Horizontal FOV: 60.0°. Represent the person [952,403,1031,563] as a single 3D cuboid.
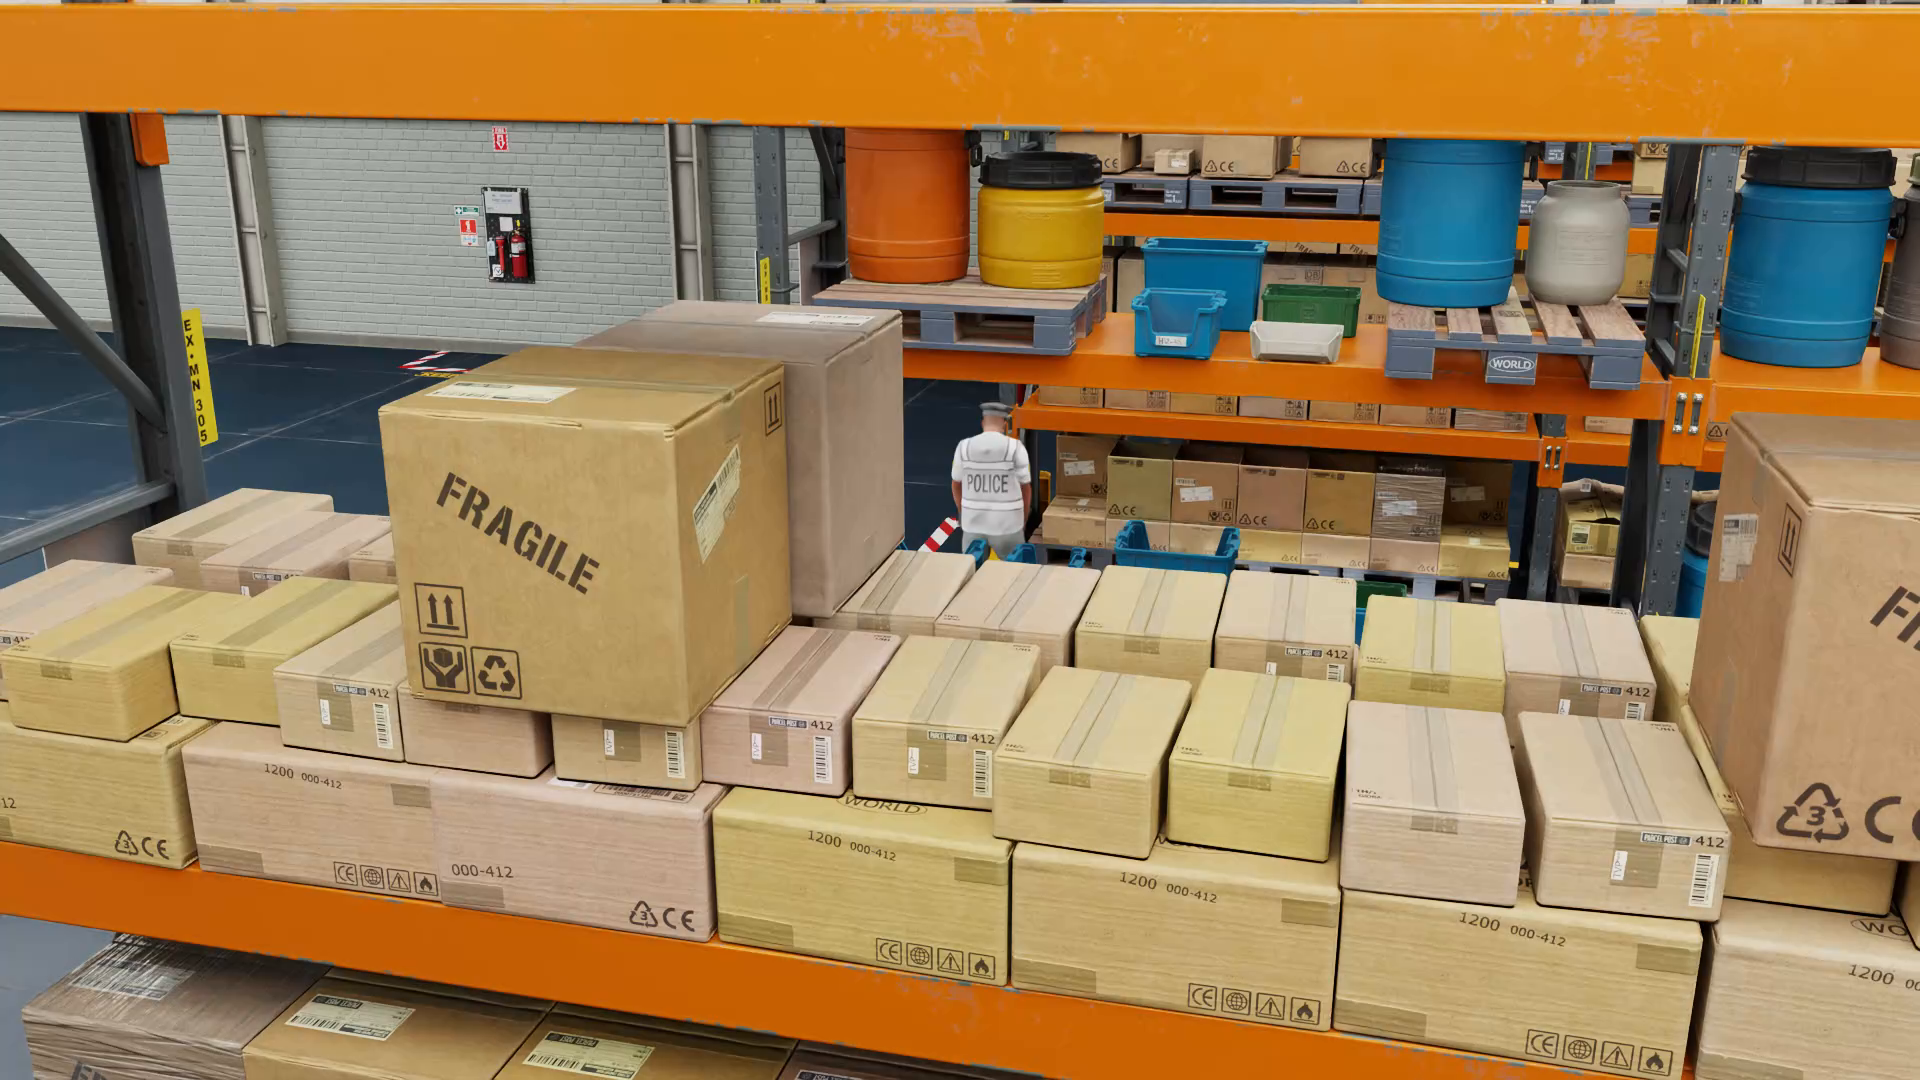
[{"bbox_3d":[0.215,-0.110,11.520,0.564,1.678,0.539,5,19,15],"label":"person"}]
